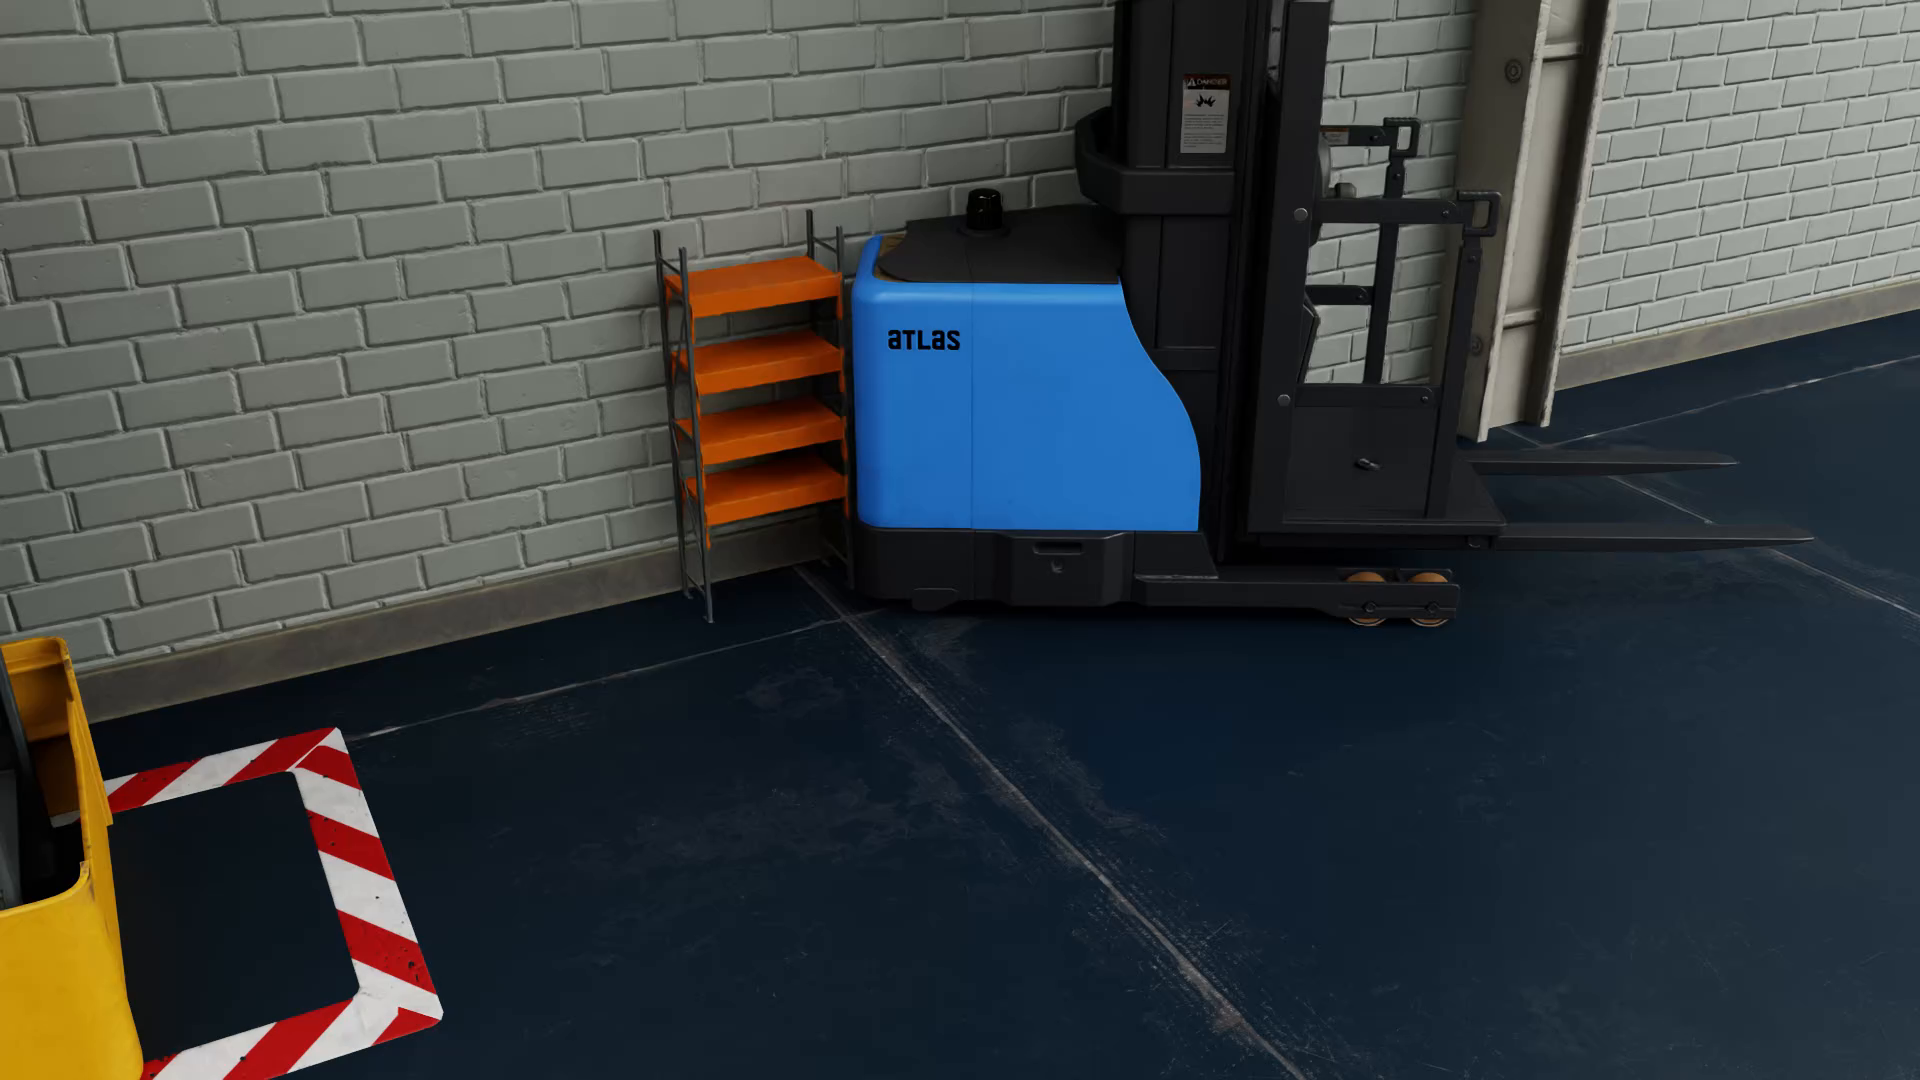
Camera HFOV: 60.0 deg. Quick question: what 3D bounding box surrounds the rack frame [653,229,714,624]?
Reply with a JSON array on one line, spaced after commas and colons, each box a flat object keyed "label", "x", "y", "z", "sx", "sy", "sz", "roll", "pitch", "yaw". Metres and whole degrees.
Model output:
[{"label": "rack frame", "x": -0.836, "y": -0.324, "z": 5.038, "sx": 0.015, "sy": 1.200, "sz": 0.240, "roll": -13, "pitch": 29, "yaw": -26}]

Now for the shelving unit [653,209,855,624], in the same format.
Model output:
[{"label": "shelving unit", "x": -0.621, "y": -0.374, "z": 5.143, "sx": 0.503, "sy": 1.200, "sz": 0.258, "roll": -13, "pitch": 29, "yaw": -26}]

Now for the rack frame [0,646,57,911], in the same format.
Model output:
[{"label": "rack frame", "x": -2.117, "y": -0.411, "z": 3.141, "sx": 0.127, "sy": 3.000, "sz": 1.000, "roll": -13, "pitch": 29, "yaw": -25}]

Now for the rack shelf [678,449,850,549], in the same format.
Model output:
[{"label": "rack shelf", "x": -0.621, "y": -0.135, "z": 5.258, "sx": 0.480, "sy": 0.148, "sz": 0.258, "roll": -13, "pitch": 29, "yaw": -26}]

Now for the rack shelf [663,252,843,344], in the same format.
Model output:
[{"label": "rack shelf", "x": -0.622, "y": -0.729, "z": 4.974, "sx": 0.480, "sy": 0.148, "sz": 0.258, "roll": -13, "pitch": 29, "yaw": -26}]

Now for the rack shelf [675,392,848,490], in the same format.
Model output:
[{"label": "rack shelf", "x": -0.621, "y": -0.314, "z": 5.172, "sx": 0.480, "sy": 0.148, "sz": 0.258, "roll": -13, "pitch": 29, "yaw": -26}]

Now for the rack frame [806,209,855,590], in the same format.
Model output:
[{"label": "rack frame", "x": -0.407, "y": -0.425, "z": 5.249, "sx": 0.015, "sy": 1.200, "sz": 0.240, "roll": -13, "pitch": 29, "yaw": -26}]

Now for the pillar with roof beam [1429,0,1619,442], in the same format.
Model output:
[{"label": "pillar with roof beam", "x": 4.164, "y": -2.896, "z": 1.385, "sx": 0.400, "sy": 9.000, "sz": 9.100, "roll": -13, "pitch": 29, "yaw": -25}]

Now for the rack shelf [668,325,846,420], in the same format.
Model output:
[{"label": "rack shelf", "x": -0.621, "y": -0.516, "z": 5.076, "sx": 0.480, "sy": 0.148, "sz": 0.258, "roll": -13, "pitch": 29, "yaw": -26}]

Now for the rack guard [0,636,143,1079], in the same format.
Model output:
[{"label": "rack guard", "x": -2.096, "y": 0.711, "z": 3.692, "sx": 0.348, "sy": 0.500, "sz": 1.175, "roll": -13, "pitch": 29, "yaw": -25}]

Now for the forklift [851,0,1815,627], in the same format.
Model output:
[{"label": "forklift", "x": 1.192, "y": -1.284, "z": 5.037, "sx": 3.031, "sy": 2.935, "sz": 1.130, "roll": 1, "pitch": 26, "yaw": 1}]
